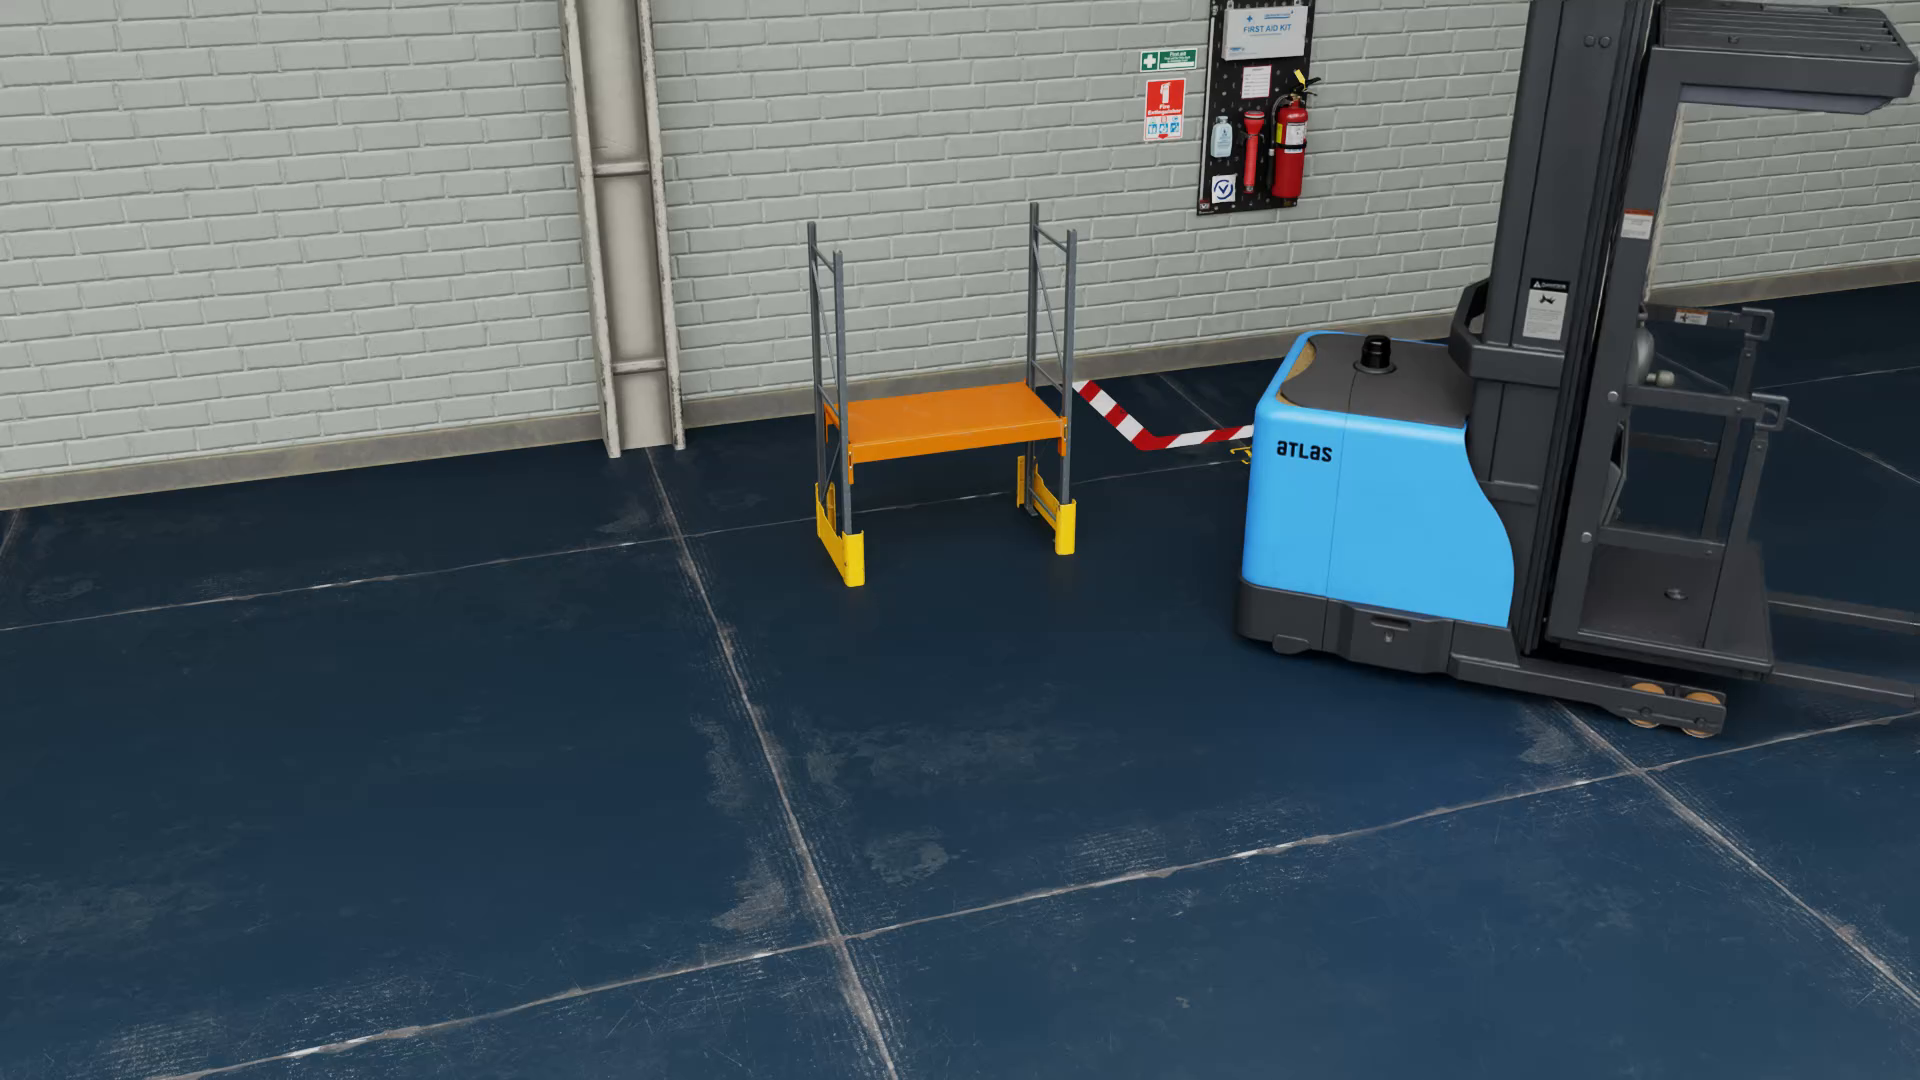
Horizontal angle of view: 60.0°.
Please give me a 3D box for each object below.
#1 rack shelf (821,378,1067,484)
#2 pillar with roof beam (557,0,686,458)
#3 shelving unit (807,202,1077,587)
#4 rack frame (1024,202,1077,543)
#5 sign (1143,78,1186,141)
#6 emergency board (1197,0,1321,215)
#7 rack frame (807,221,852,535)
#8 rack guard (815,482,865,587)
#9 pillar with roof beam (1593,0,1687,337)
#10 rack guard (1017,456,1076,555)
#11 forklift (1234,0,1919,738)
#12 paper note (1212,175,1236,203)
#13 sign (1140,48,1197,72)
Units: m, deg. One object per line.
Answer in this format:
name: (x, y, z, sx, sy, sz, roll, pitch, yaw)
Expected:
rack shelf: (-0.081, -0.499, 7.473, 1.000, 0.185, 0.538, -8, 28, -16)
pillar with roof beam: (-0.338, -2.727, 3.123, 0.400, 9.000, 9.100, -8, 28, -16)
shelving unit: (-0.072, -0.661, 7.395, 1.083, 1.500, 0.587, -8, 28, -16)
rack frame: (0.402, -0.730, 7.534, 0.032, 1.500, 0.500, -8, 28, -16)
sign: (1.115, -2.345, 9.061, 0.234, 0.329, 0.001, -8, 28, -16)
emergency board: (1.672, -2.362, 9.134, 0.643, 1.169, 0.194, -8, 28, -16)
rack frame: (-0.564, -0.590, 7.252, 0.032, 1.500, 0.500, -8, 28, -16)
rack guard: (-0.546, -0.033, 7.535, 0.087, 0.250, 0.587, -8, 28, -16)
pillar with roof beam: (5.367, -3.553, 4.787, 0.400, 9.000, 9.100, -8, 28, -16)
rack guard: (0.401, -0.170, 7.811, 0.087, 0.250, 0.587, -8, 28, -16)
forklift: (2.701, -0.837, 6.140, 3.031, 2.935, 1.130, 10, 28, 19)
paper note: (1.483, -1.972, 9.340, 0.142, 0.148, 0.016, -8, 28, -16)
sign: (1.122, -2.580, 8.937, 0.331, 0.109, 0.001, -8, 28, -16)
